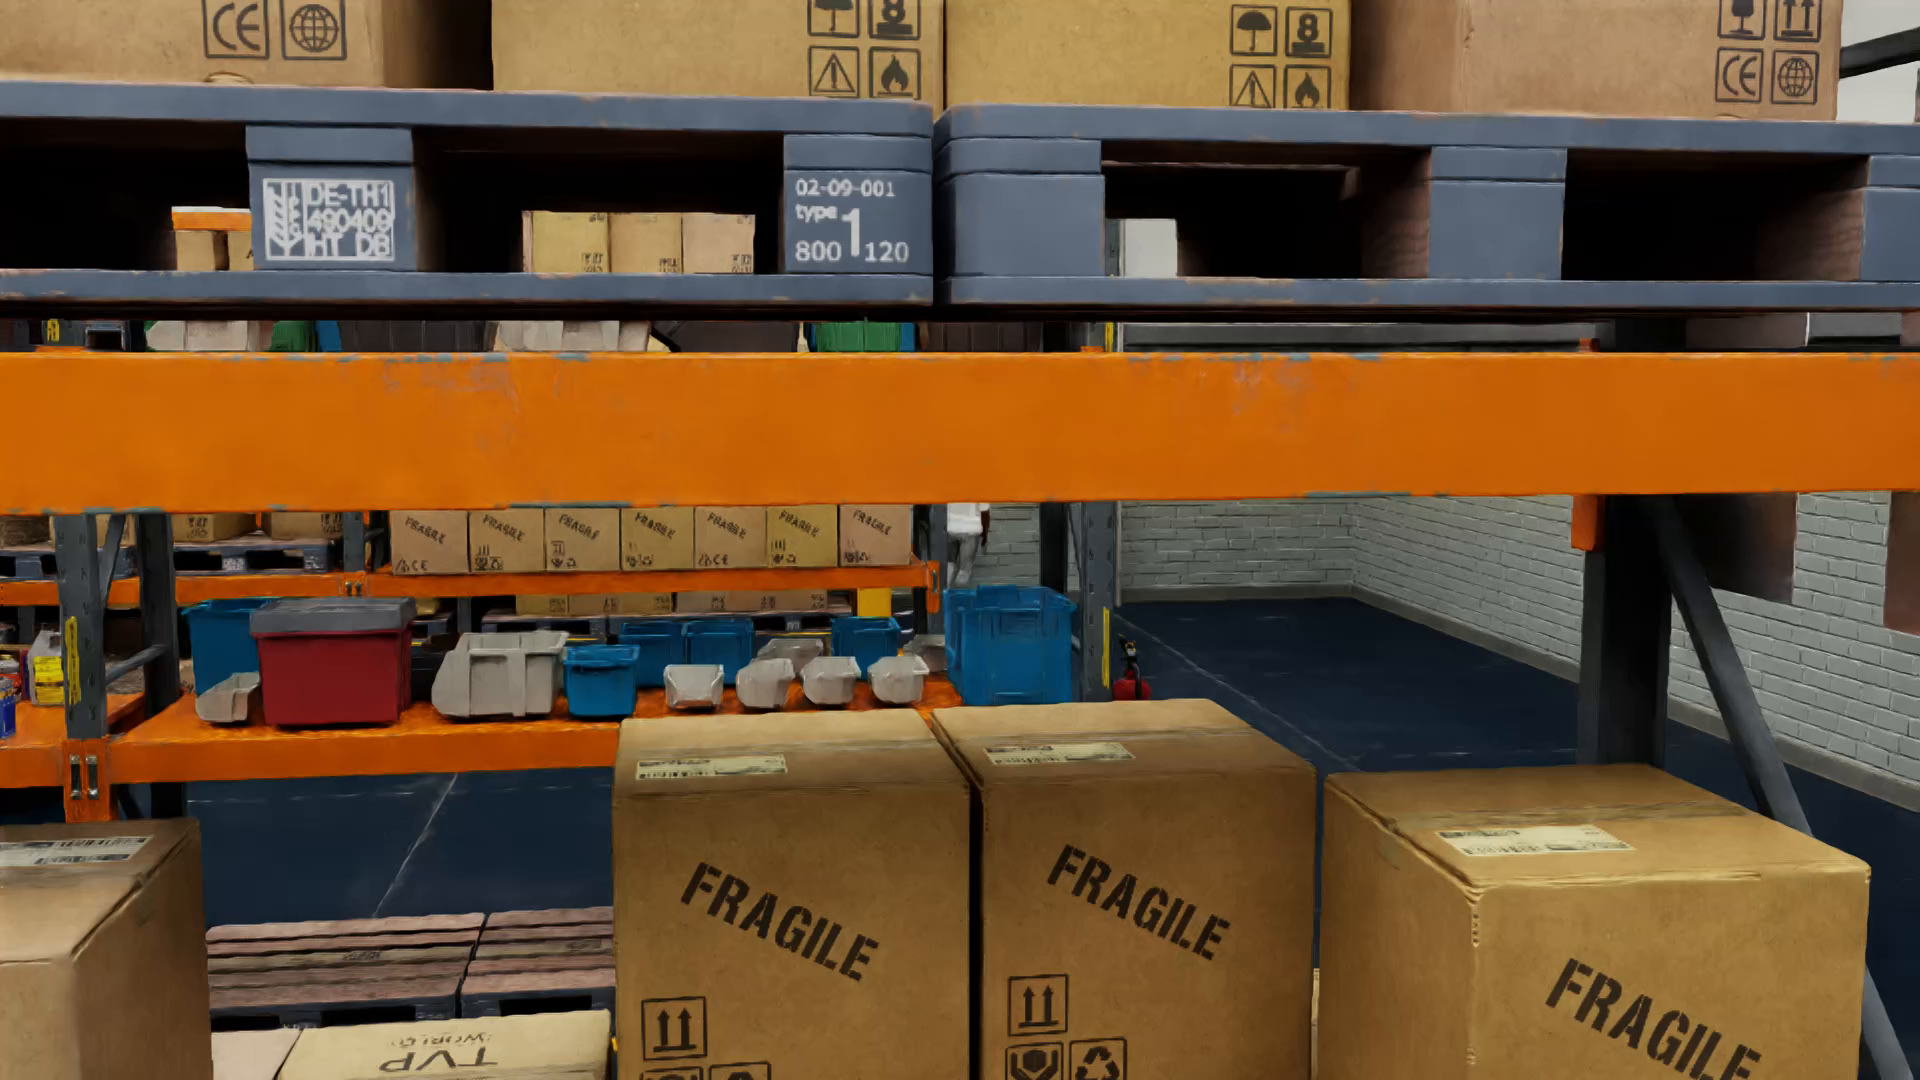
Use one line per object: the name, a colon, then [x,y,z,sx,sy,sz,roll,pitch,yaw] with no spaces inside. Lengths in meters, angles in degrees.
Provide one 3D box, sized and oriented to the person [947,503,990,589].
person: [0.019,-0.078,17.780,0.649,1.756,0.438,2,7,19]
